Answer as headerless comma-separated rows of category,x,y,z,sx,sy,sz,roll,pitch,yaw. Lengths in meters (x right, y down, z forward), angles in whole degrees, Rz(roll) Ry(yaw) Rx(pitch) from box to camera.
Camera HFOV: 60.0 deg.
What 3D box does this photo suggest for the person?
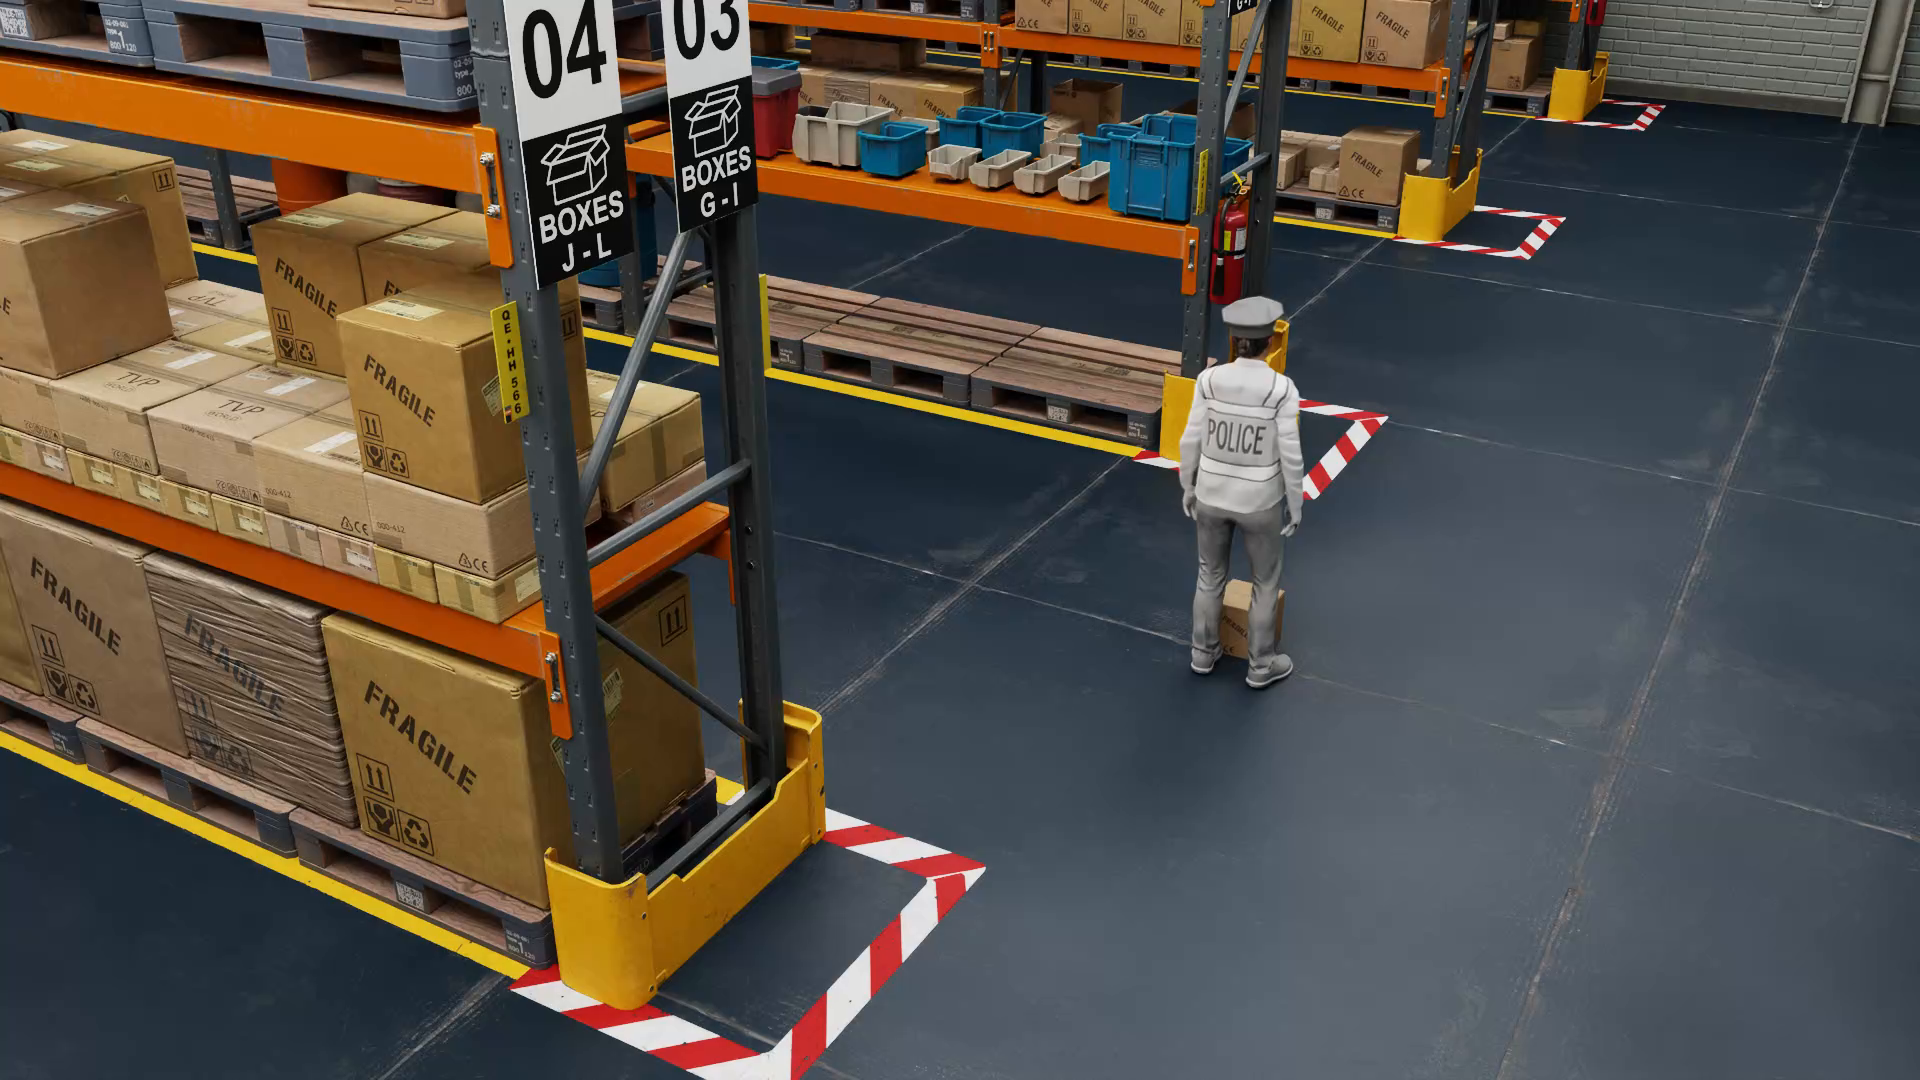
person,1.174,-0.172,6.955,0.535,1.661,0.374,13,29,23
